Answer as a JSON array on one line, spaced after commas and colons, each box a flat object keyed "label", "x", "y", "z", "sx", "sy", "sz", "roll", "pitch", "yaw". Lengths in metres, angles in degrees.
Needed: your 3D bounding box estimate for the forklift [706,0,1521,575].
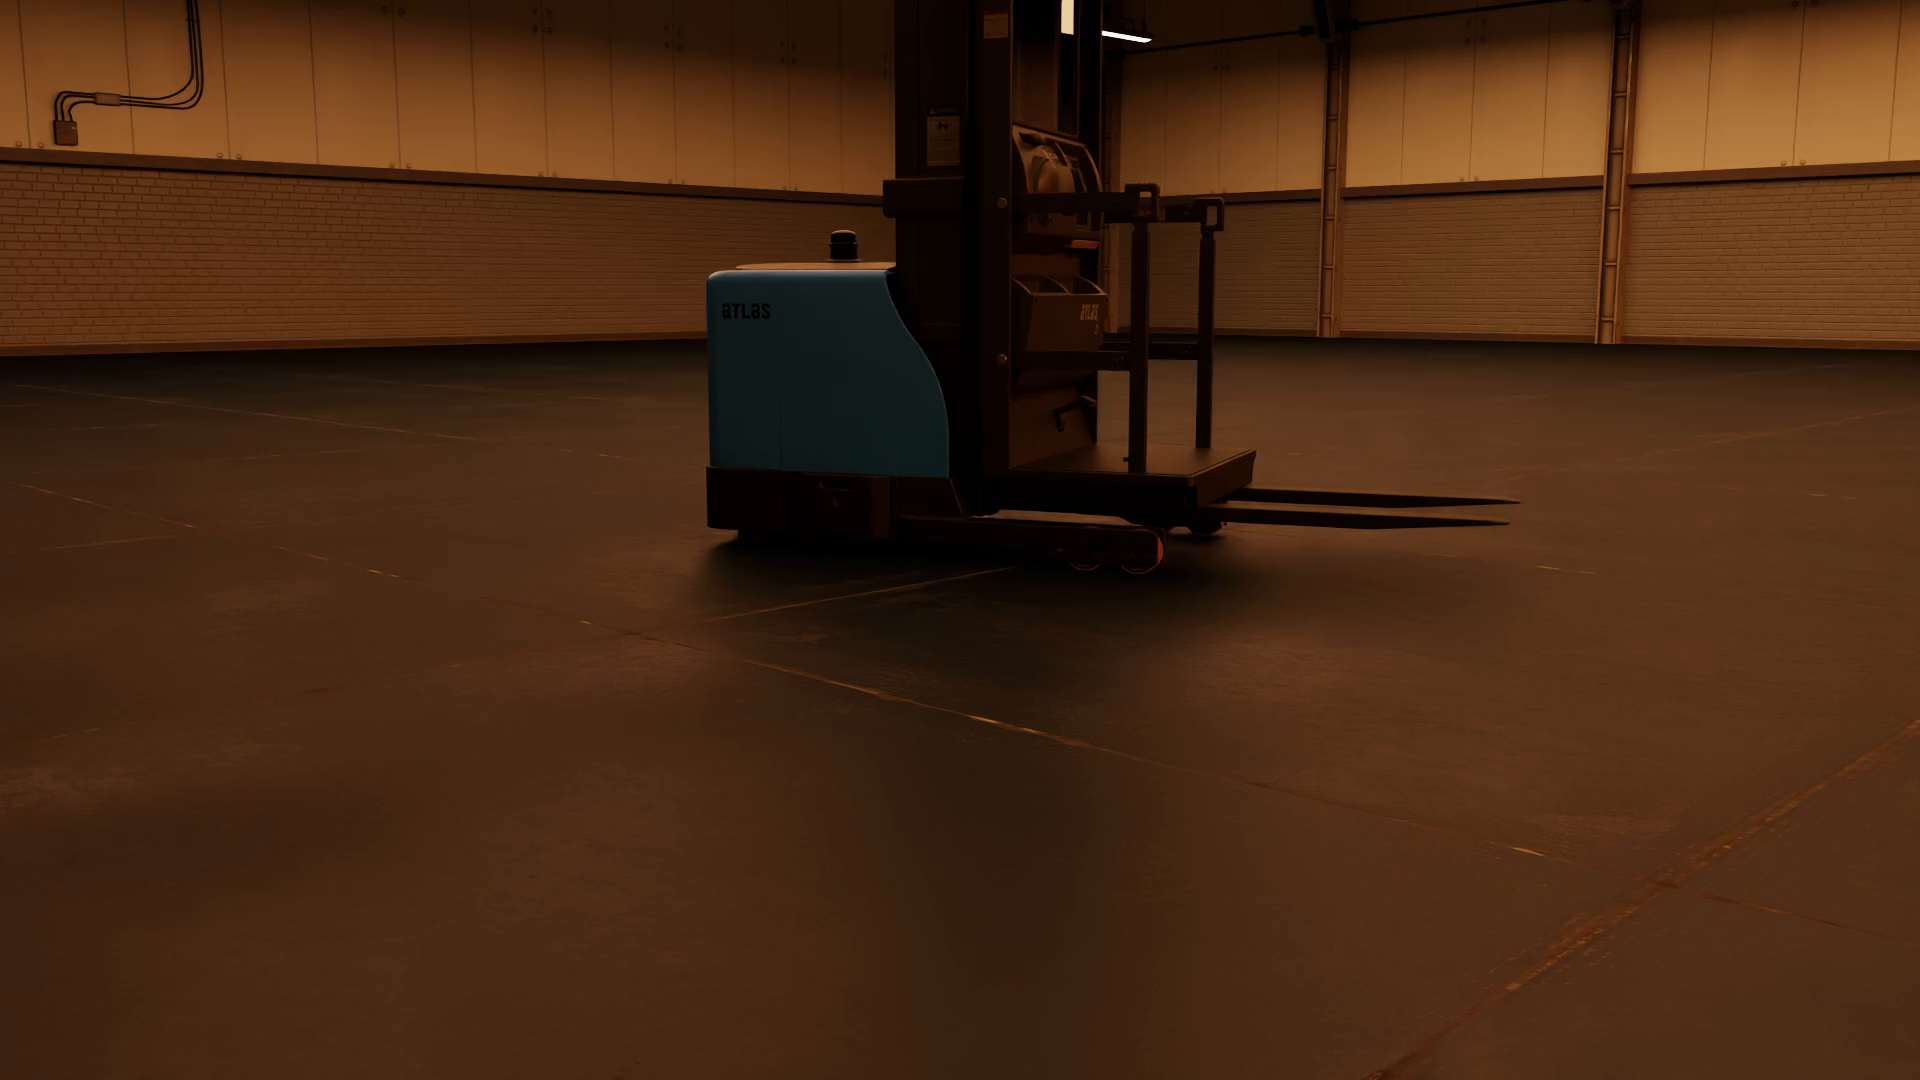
[{"label": "forklift", "x": 0.565, "y": -1.416, "z": 6.275, "sx": 3.031, "sy": 2.935, "sz": 1.130, "roll": 3, "pitch": 9, "yaw": 22}]
